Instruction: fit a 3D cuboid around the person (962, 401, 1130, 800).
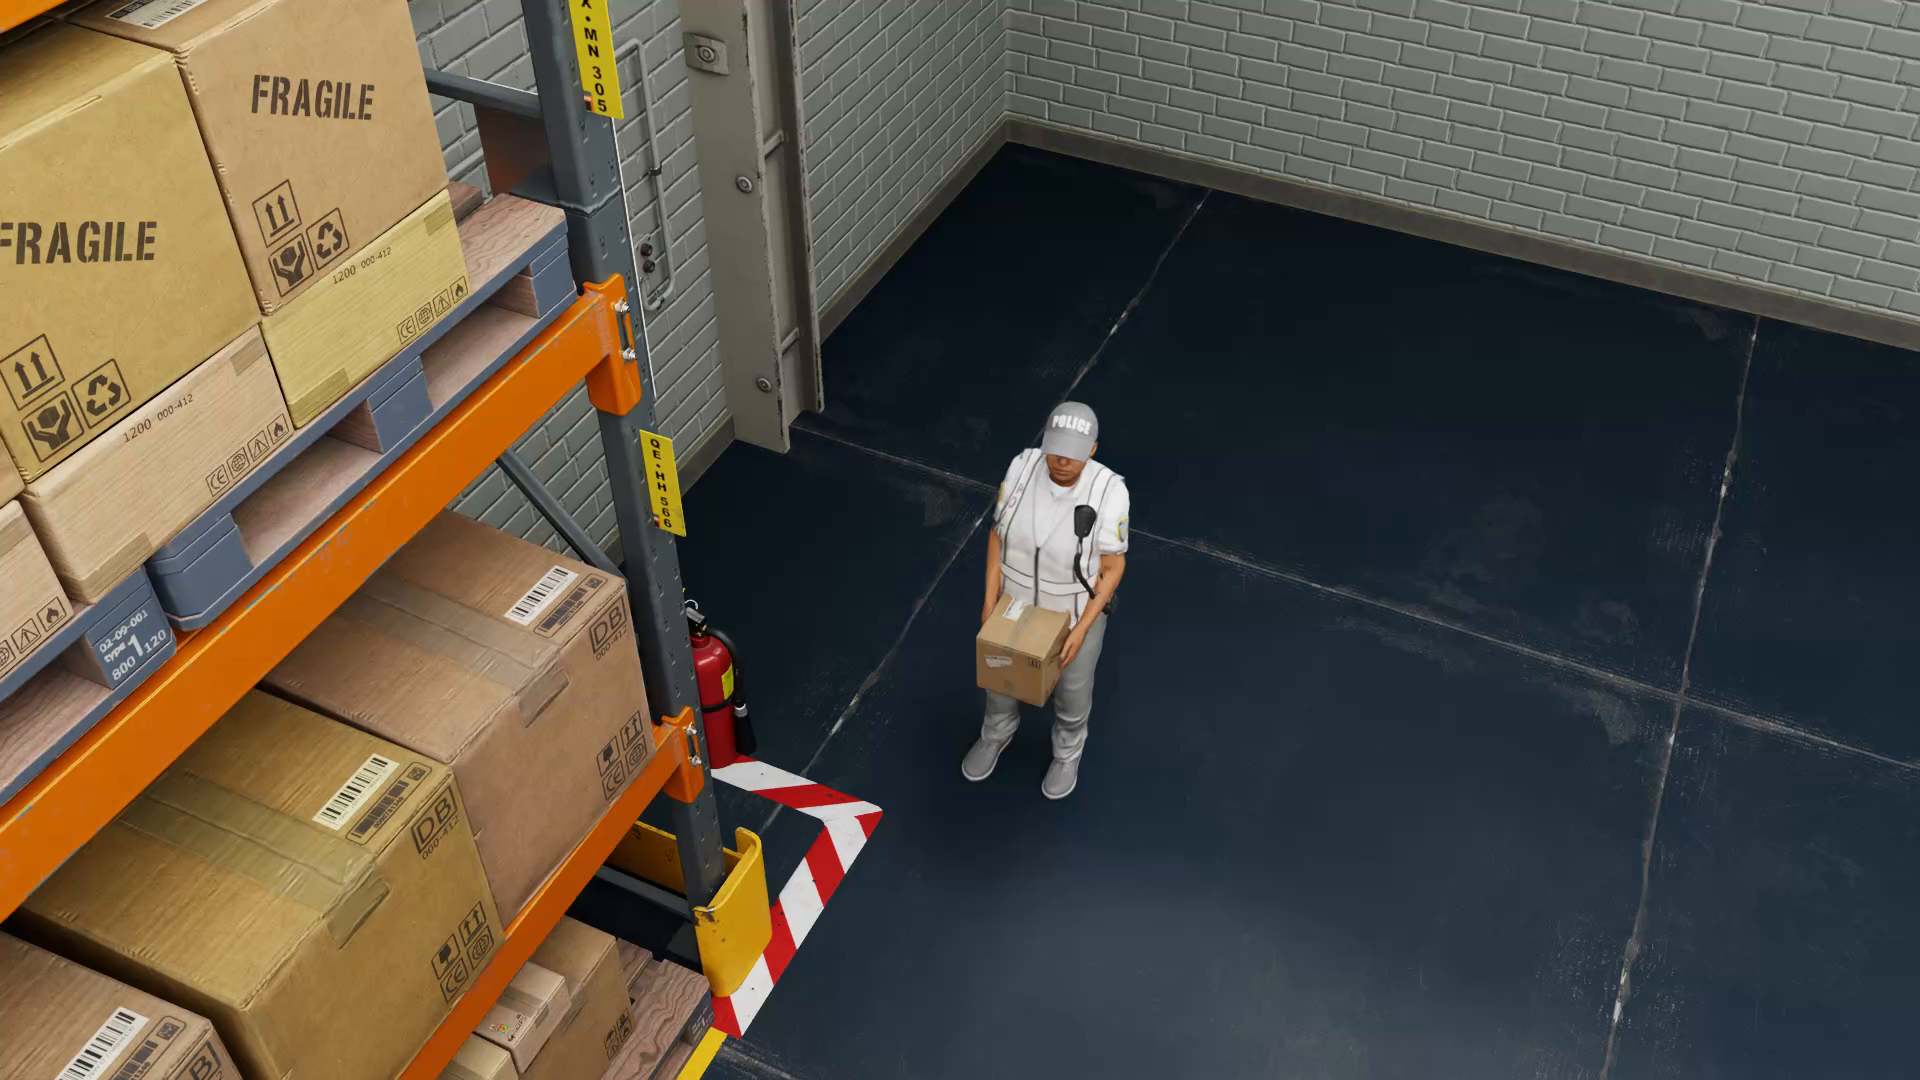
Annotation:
[{"bbox_3d":[0.306,0.235,5.896,0.528,1.670,0.466,16,45,17],"label":"person"}]
